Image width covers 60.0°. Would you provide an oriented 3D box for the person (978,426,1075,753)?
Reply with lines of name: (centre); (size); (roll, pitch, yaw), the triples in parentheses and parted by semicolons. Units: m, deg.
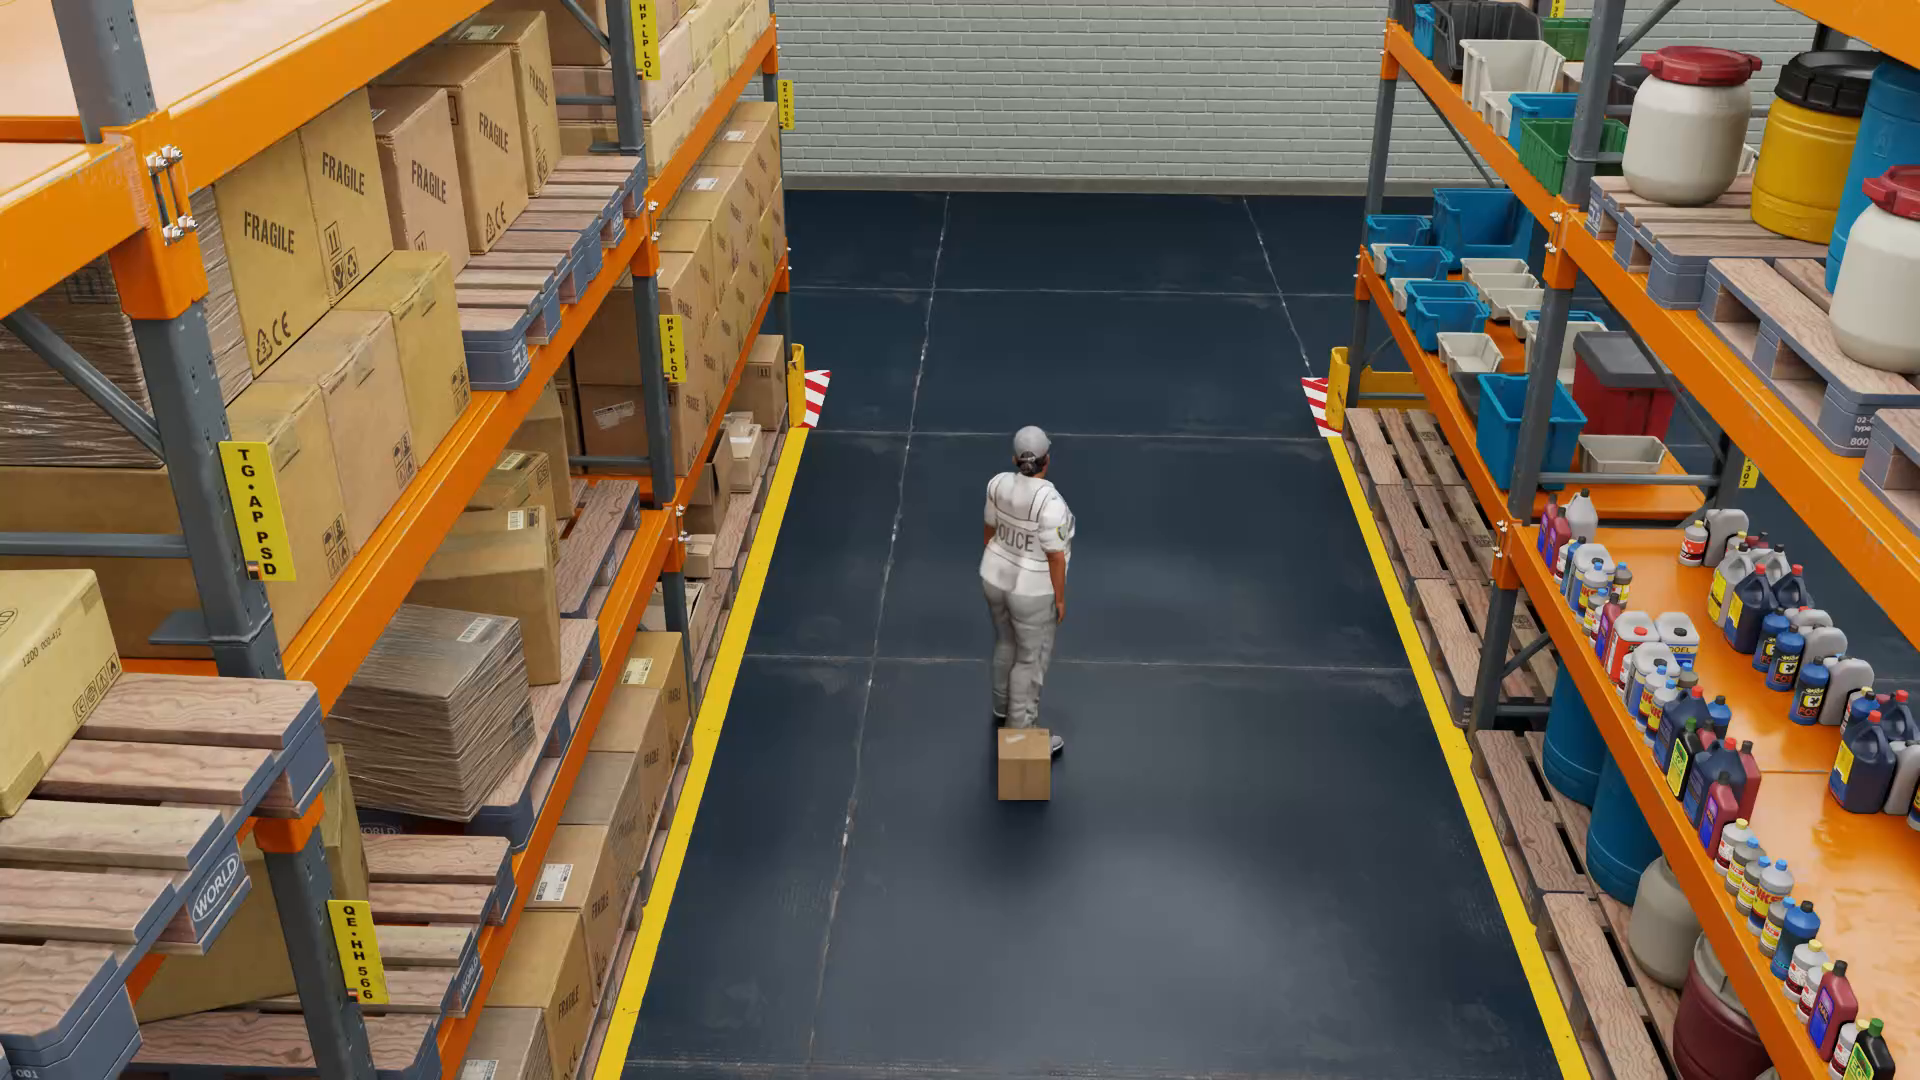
person: (0.334, 0.228, 8.151); (0.451, 1.661, 0.543); (-22, 35, -35)
